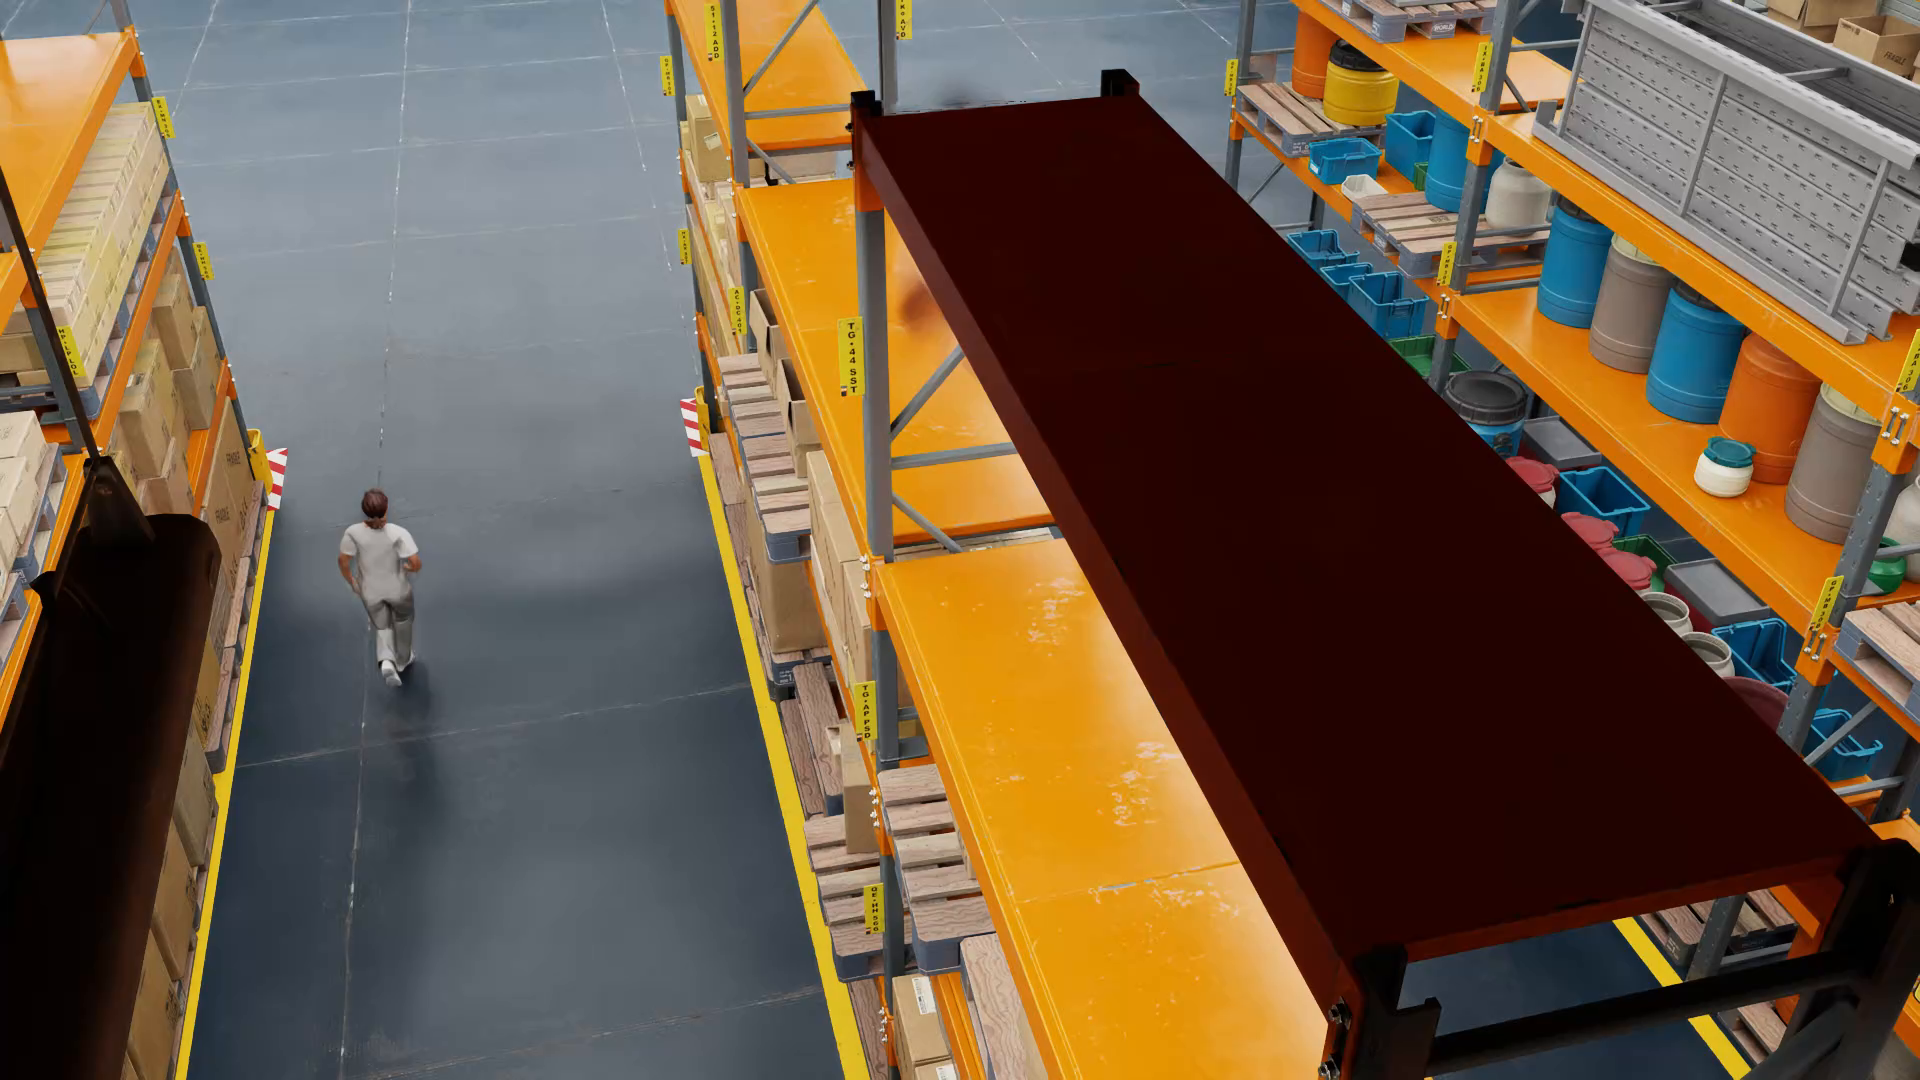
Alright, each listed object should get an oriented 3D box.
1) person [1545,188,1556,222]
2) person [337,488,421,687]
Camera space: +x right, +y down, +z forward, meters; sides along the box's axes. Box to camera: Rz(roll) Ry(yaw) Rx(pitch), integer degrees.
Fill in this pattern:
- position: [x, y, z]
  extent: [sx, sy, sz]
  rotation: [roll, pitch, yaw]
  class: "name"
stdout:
- position: [6.482, -4.020, 18.434]
  extent: [0.950, 1.766, 0.686]
  rotation: [7, 35, 10]
  class: "person"
- position: [-4.160, 0.427, 12.074]
  extent: [0.574, 1.650, 0.827]
  rotation: [-6, 35, -8]
  class: "person"
